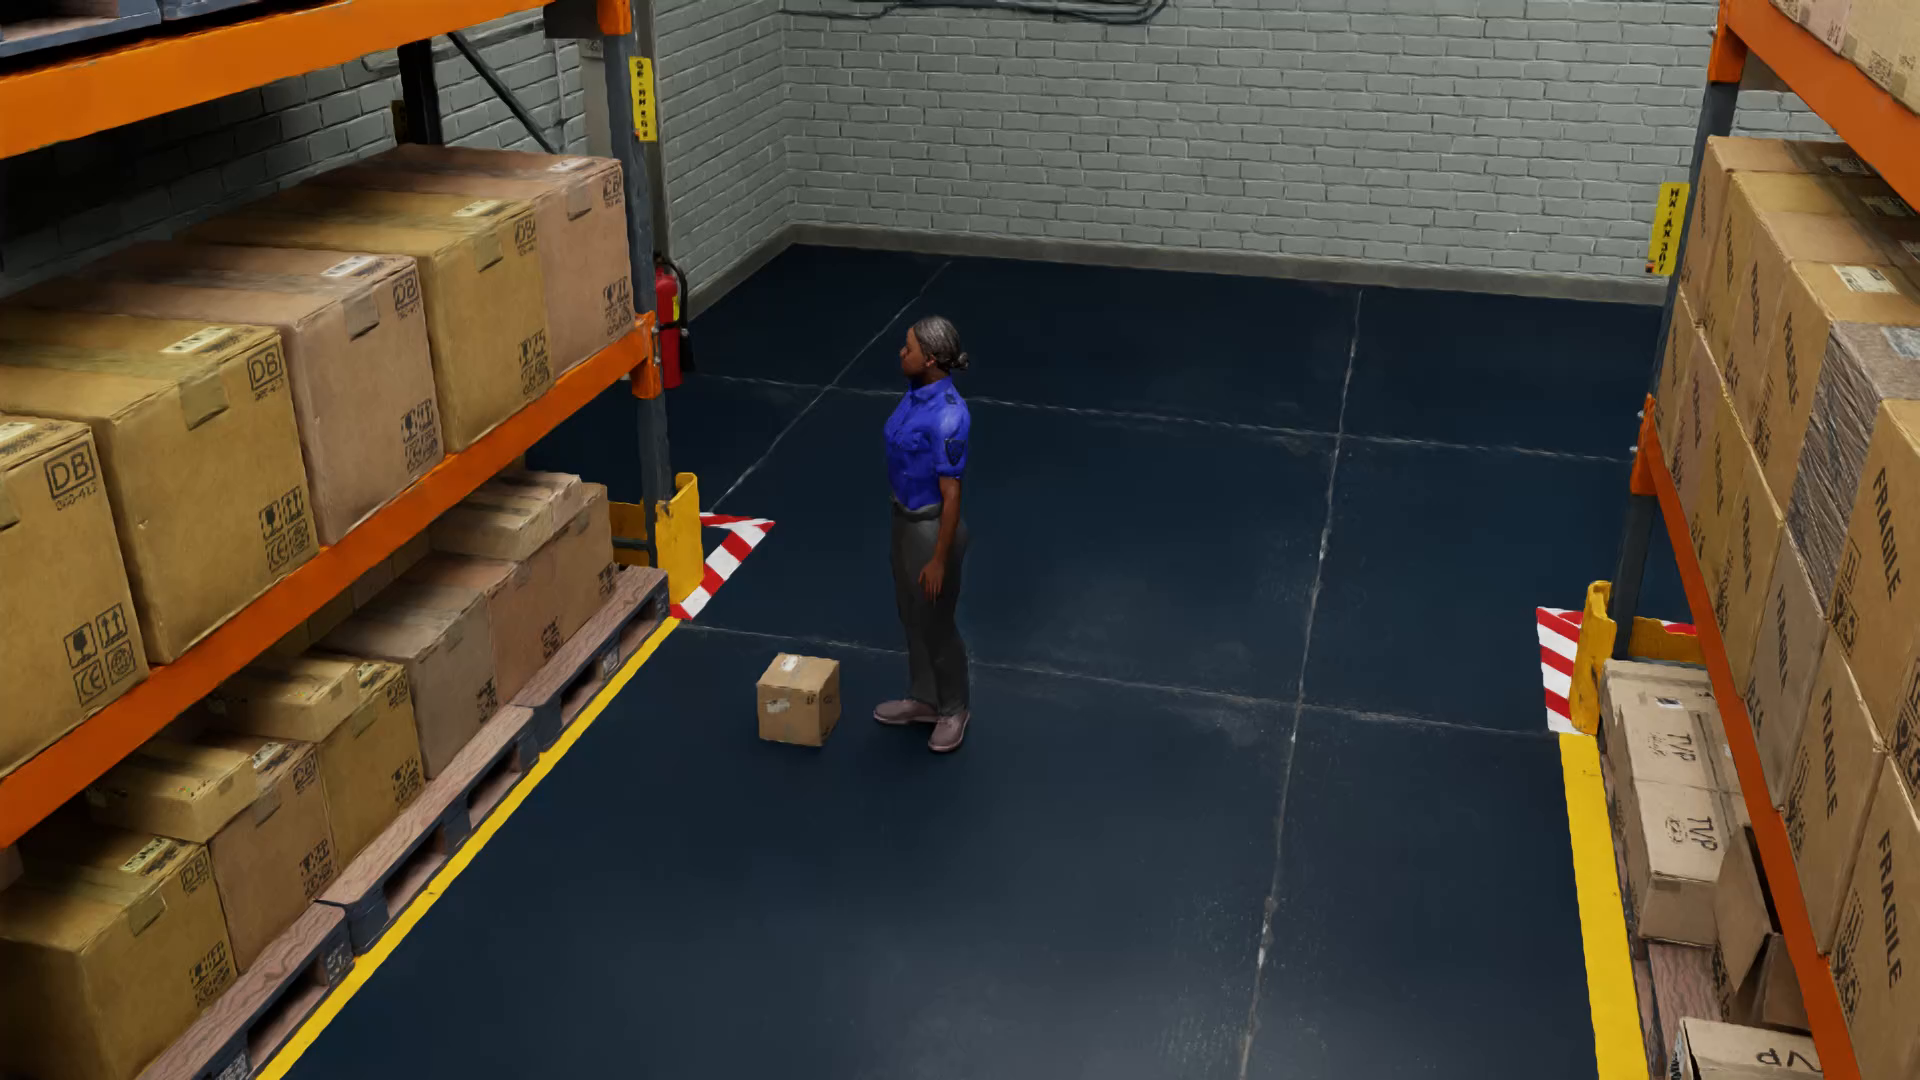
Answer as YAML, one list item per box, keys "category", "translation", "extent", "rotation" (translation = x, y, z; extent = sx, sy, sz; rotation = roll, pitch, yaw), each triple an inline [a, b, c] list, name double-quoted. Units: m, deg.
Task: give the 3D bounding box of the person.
- category: "person"
  translation: [-0.125, -0.009, 6.107]
  extent: [0.353, 1.657, 0.537]
  rotation: [-8, 27, -17]
